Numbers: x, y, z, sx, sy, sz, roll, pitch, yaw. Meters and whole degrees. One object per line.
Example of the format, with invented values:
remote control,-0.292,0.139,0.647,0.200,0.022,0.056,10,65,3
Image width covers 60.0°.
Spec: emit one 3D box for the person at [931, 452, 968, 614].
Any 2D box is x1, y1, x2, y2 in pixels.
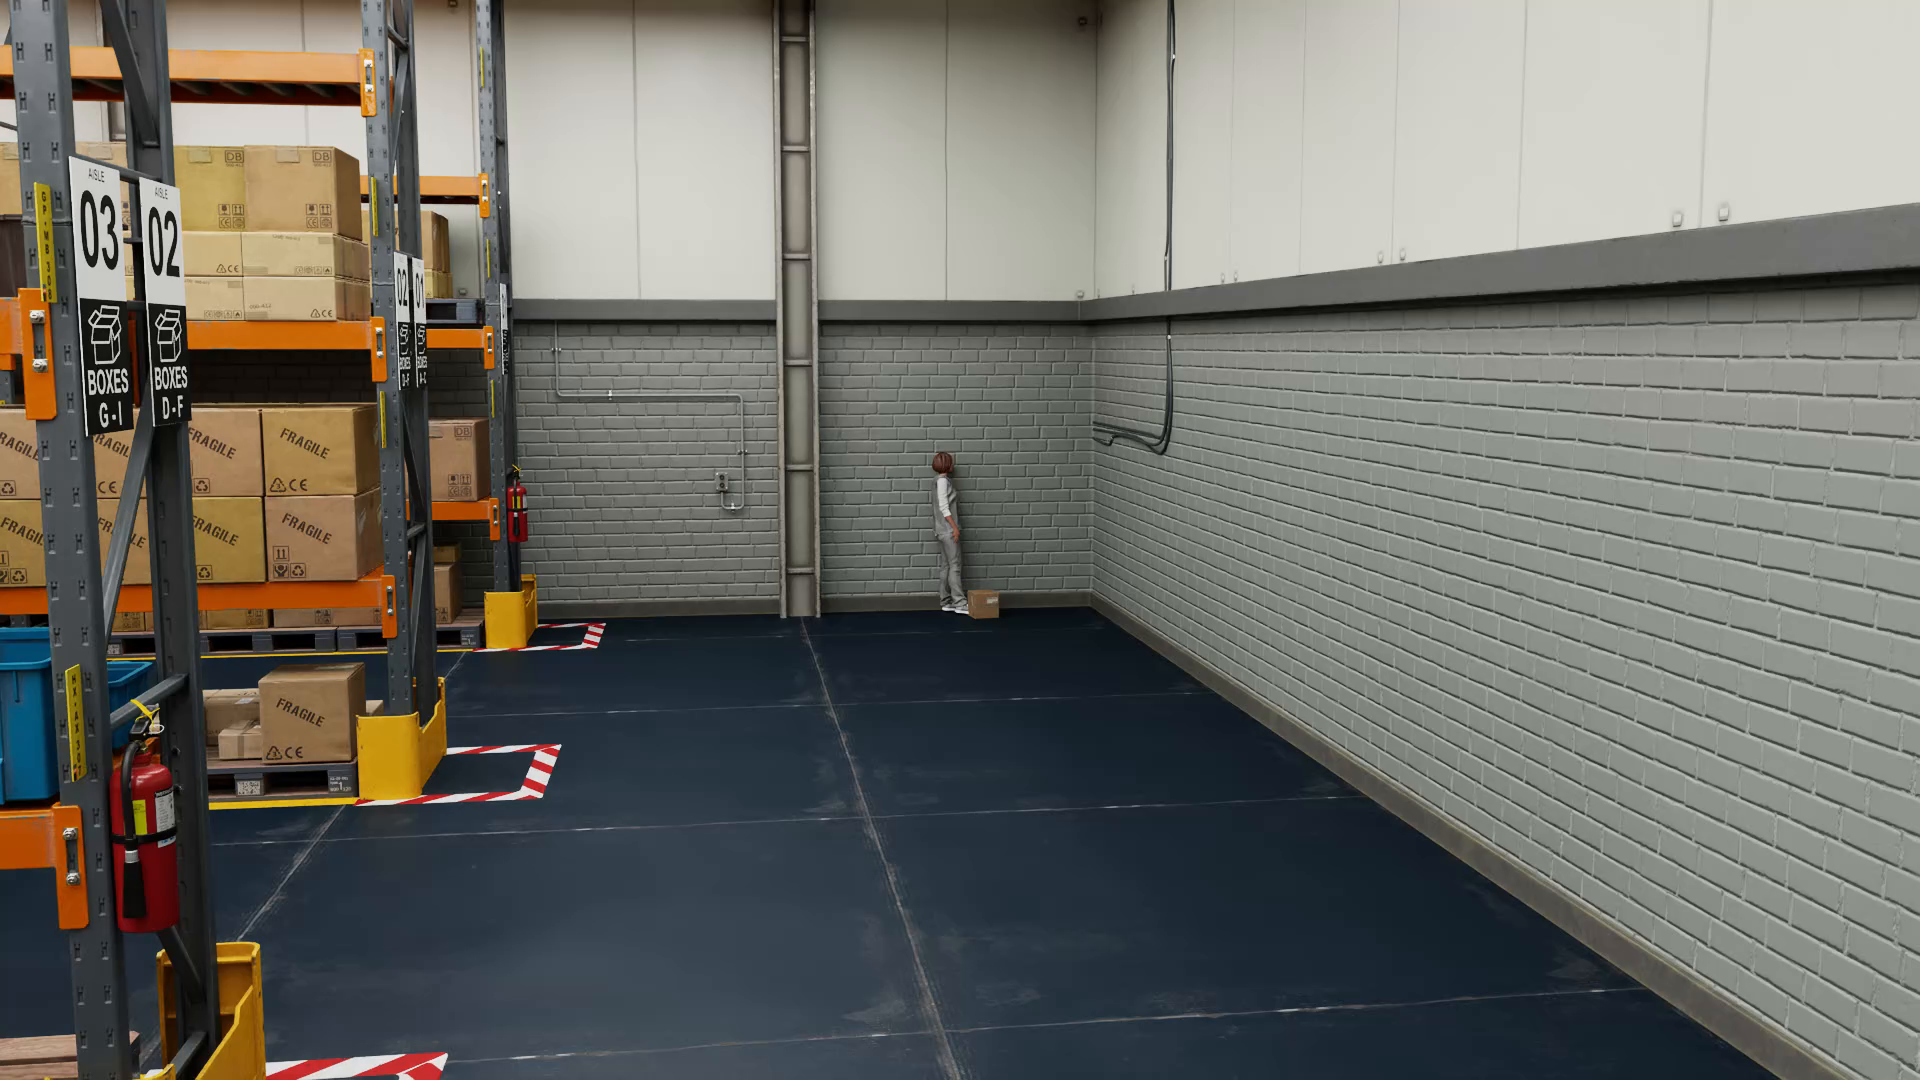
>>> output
person,-0.047,-0.077,16.602,0.474,1.597,0.521,-1,7,-9
